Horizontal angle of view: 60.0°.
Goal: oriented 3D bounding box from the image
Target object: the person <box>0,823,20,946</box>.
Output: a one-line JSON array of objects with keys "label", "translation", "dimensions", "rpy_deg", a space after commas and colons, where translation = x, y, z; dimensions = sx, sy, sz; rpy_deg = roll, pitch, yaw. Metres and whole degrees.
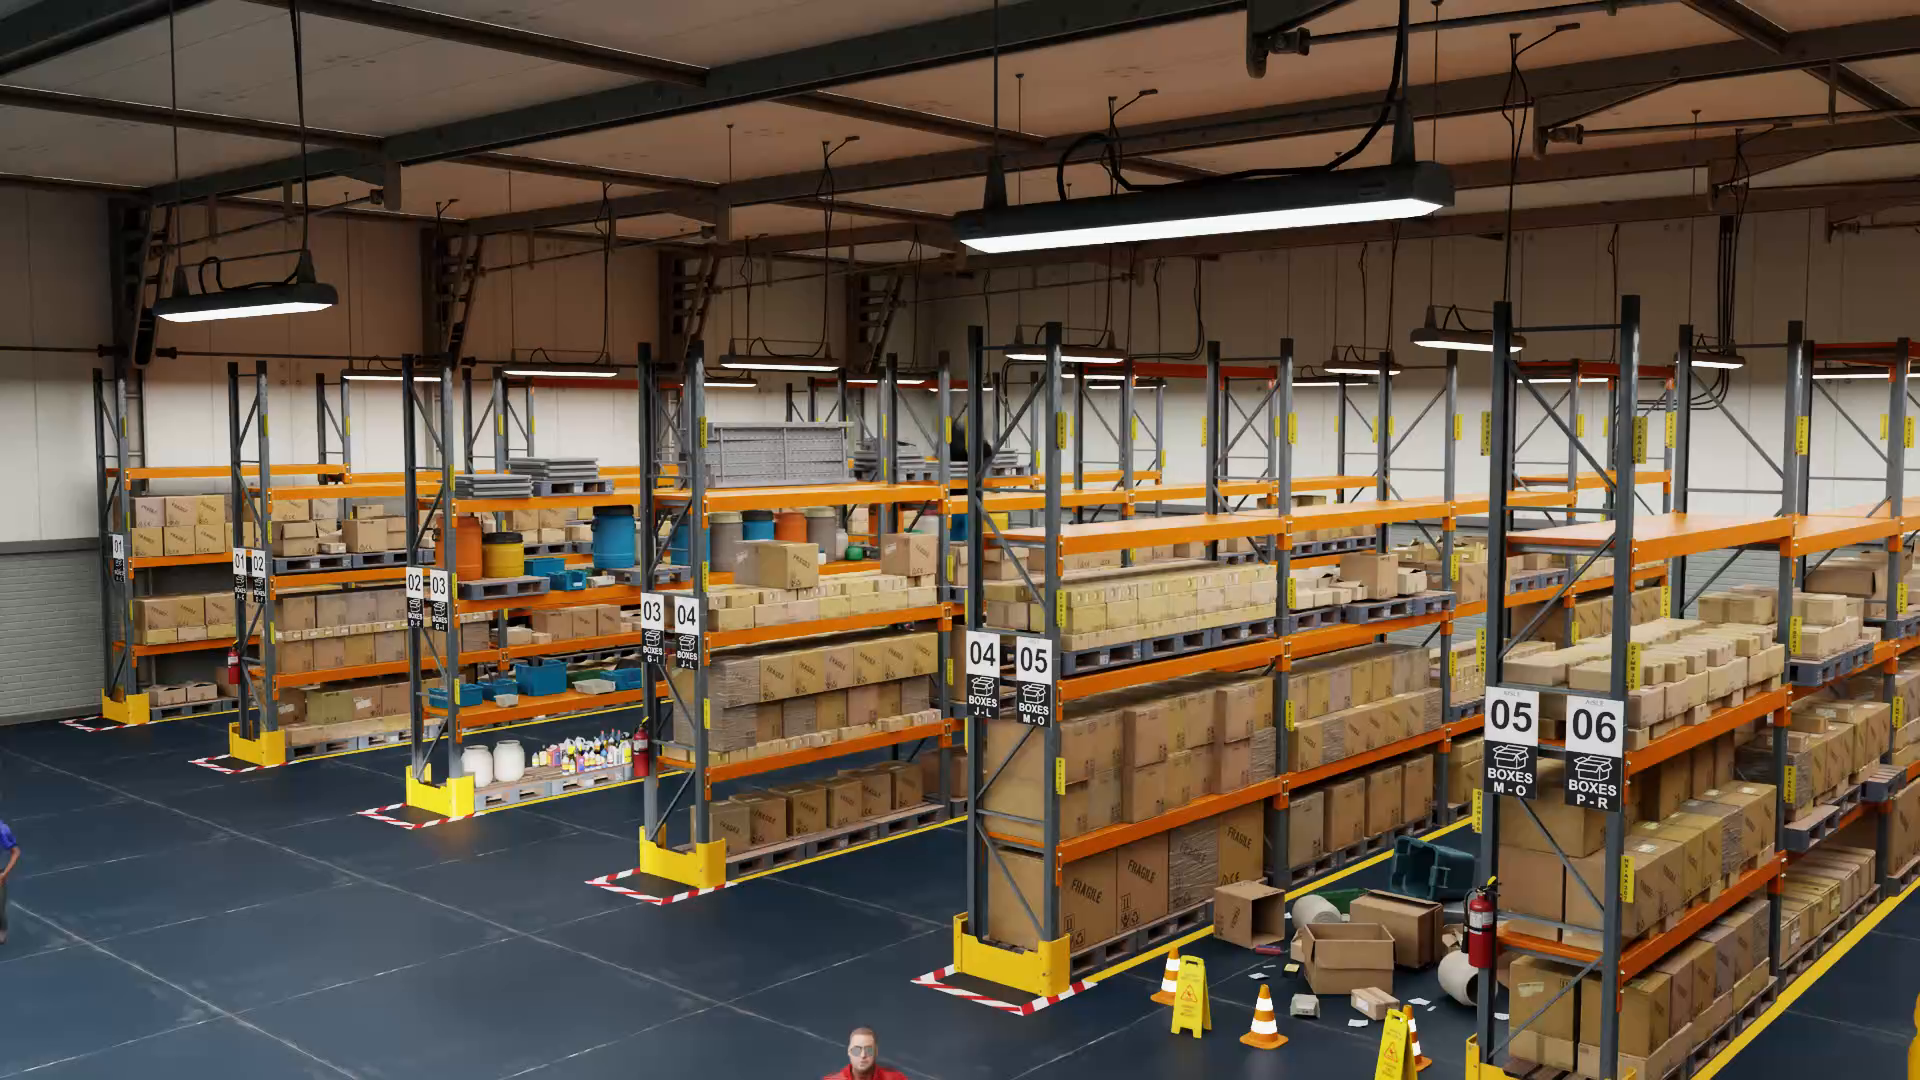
[{"label": "person", "translation": [-9.141, 3.207, 15.585], "dimensions": [0.598, 1.608, 0.706], "rpy_deg": [-2, 5, -21]}]

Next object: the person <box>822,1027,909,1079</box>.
[{"label": "person", "translation": [-0.554, 3.625, 9.515], "dimensions": [0.660, 1.672, 0.626], "rpy_deg": [0, 4, -2]}]
